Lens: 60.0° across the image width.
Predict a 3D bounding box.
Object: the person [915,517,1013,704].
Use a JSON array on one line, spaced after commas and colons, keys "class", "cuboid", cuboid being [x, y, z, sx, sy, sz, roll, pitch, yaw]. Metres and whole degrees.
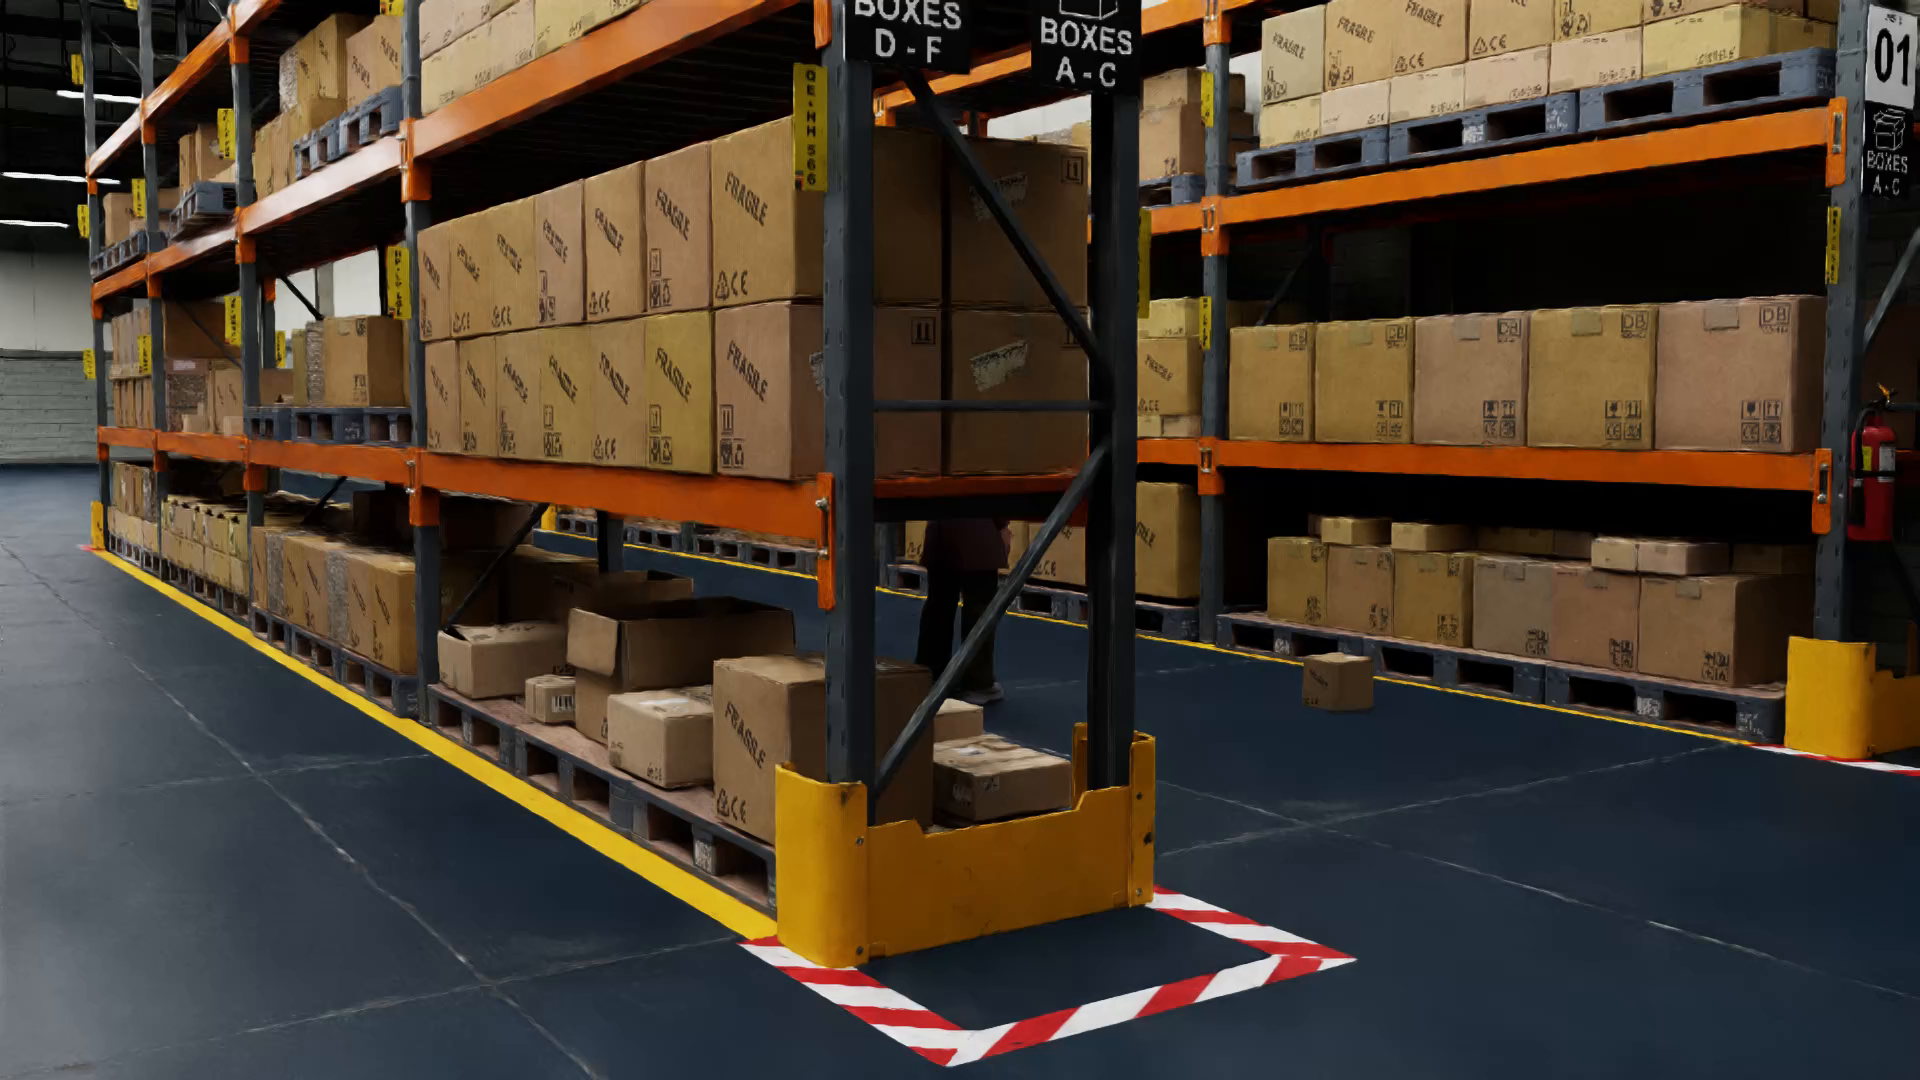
[{"class": "person", "cuboid": [0.040, -0.052, 8.459, 0.403, 1.738, 0.593, -3, 6, -35]}]
